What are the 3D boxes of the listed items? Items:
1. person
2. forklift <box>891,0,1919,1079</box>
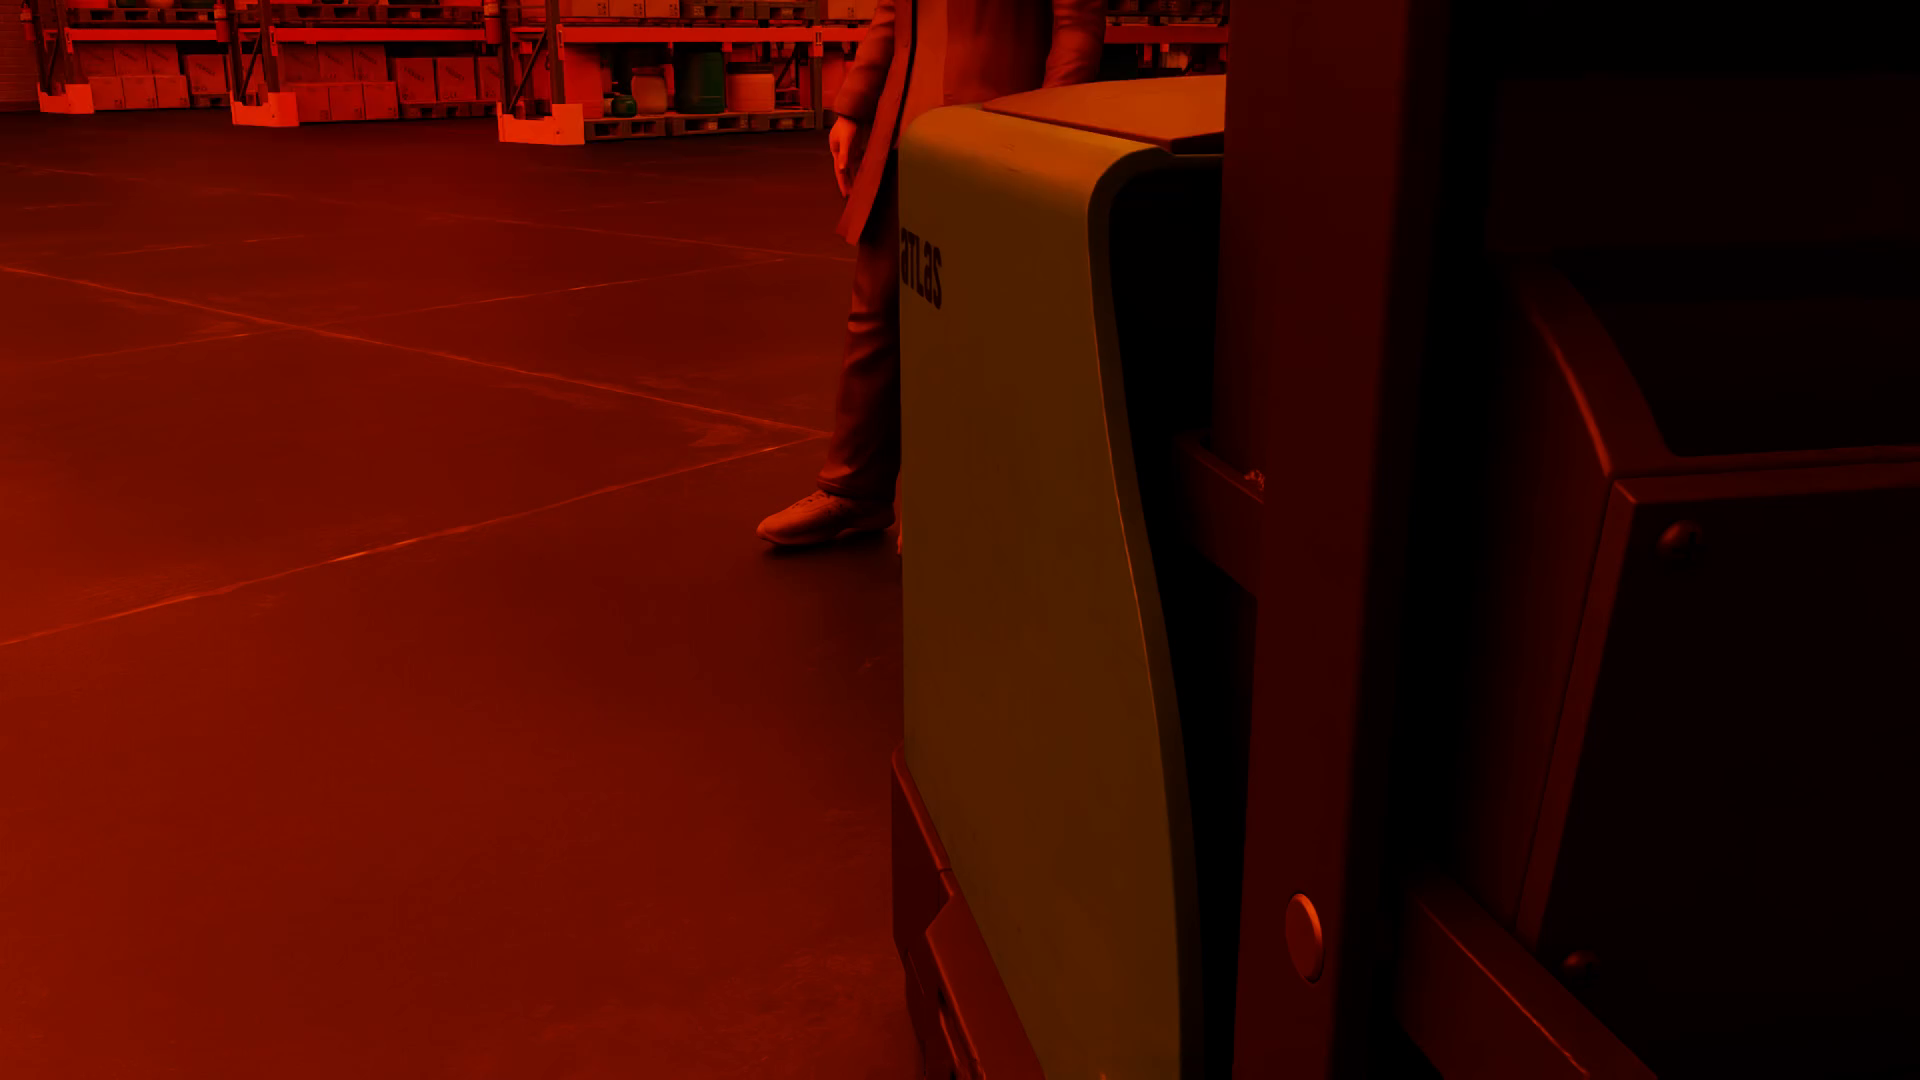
[{"bbox_3d":[-0.061,-0.838,3.616,0.698,1.777,0.579,13,21,37],"label":"person"},{"bbox_3d":[0.736,-0.470,0.446,1.130,2.935,3.031,-4,17,-12],"label":"forklift"}]
